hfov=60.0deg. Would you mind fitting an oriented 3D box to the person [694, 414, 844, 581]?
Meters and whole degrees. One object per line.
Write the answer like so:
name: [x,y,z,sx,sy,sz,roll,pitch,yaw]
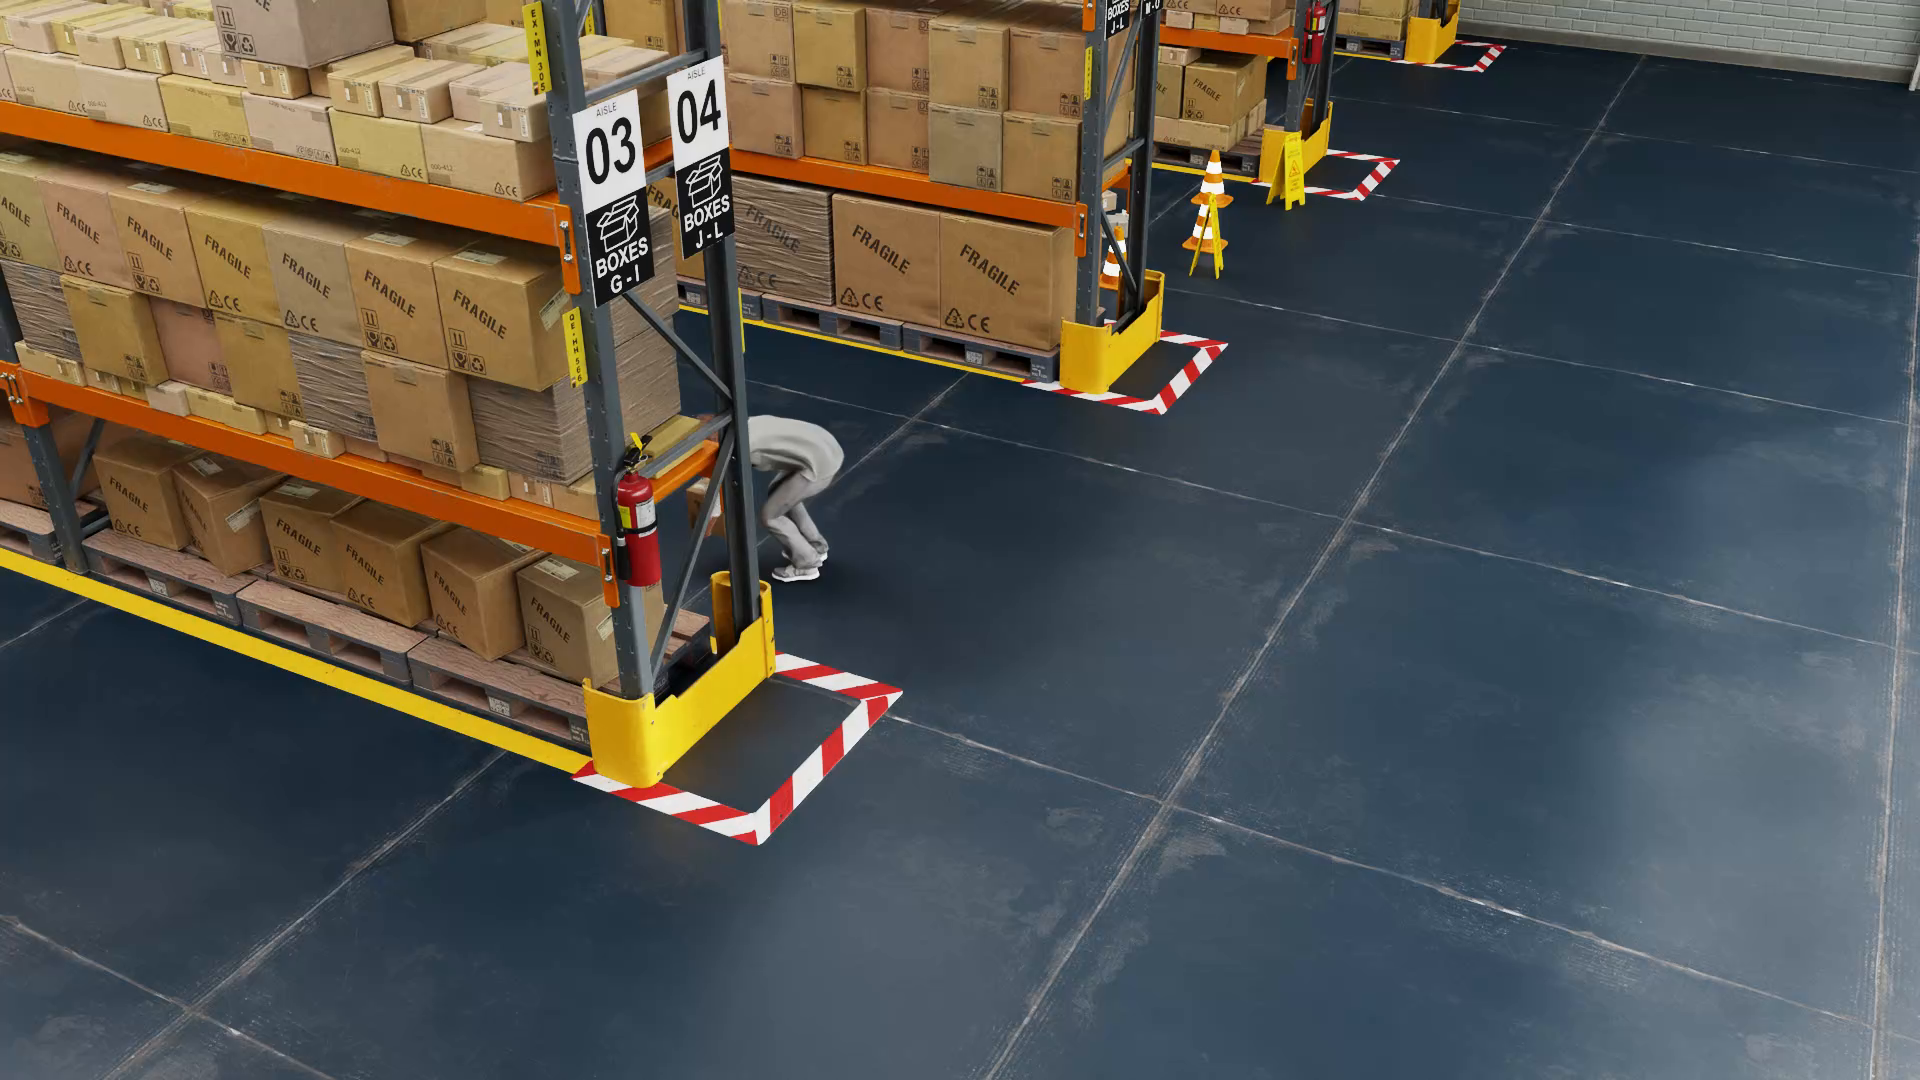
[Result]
person: [-1.076,-0.259,9.353,0.862,0.967,0.423,3,31,4]
